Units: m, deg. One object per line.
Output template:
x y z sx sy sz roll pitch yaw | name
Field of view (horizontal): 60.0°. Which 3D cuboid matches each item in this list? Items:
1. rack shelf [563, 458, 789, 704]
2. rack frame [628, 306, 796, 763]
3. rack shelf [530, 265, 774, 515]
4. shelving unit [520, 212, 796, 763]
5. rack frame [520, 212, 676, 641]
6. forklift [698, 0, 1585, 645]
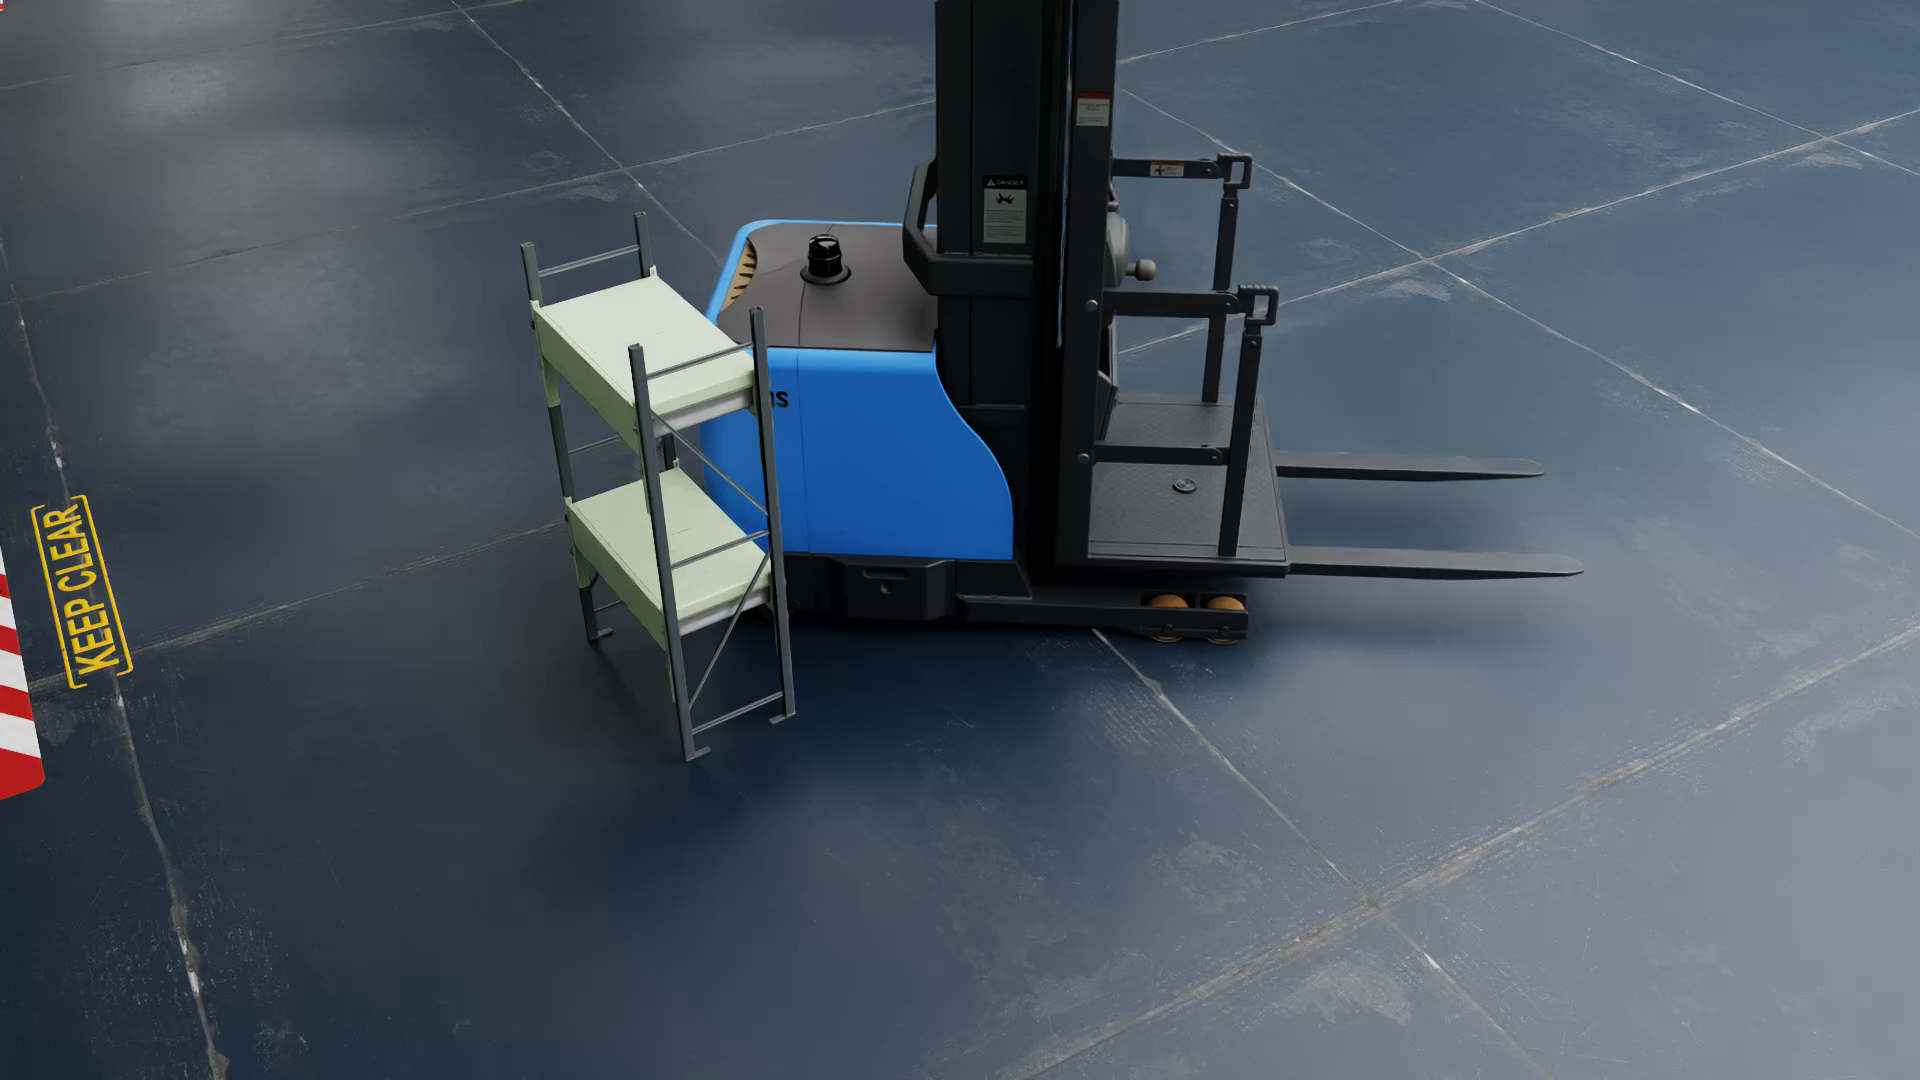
-0.918 0.115 5.373 0.431 0.370 0.720 -22 42 -27 | rack shelf
-0.711 0.030 4.937 0.400 1.500 0.023 -22 42 -27 | rack frame
-0.918 -0.463 4.951 0.431 0.370 0.720 -22 42 -27 | rack shelf
-0.918 -0.148 5.181 0.431 1.500 0.755 -22 42 -27 | shelving unit
-1.126 -0.326 5.425 0.400 1.500 0.023 -22 42 -27 | rack frame
0.661 -1.147 5.335 3.031 2.935 1.130 2 36 3 | forklift
